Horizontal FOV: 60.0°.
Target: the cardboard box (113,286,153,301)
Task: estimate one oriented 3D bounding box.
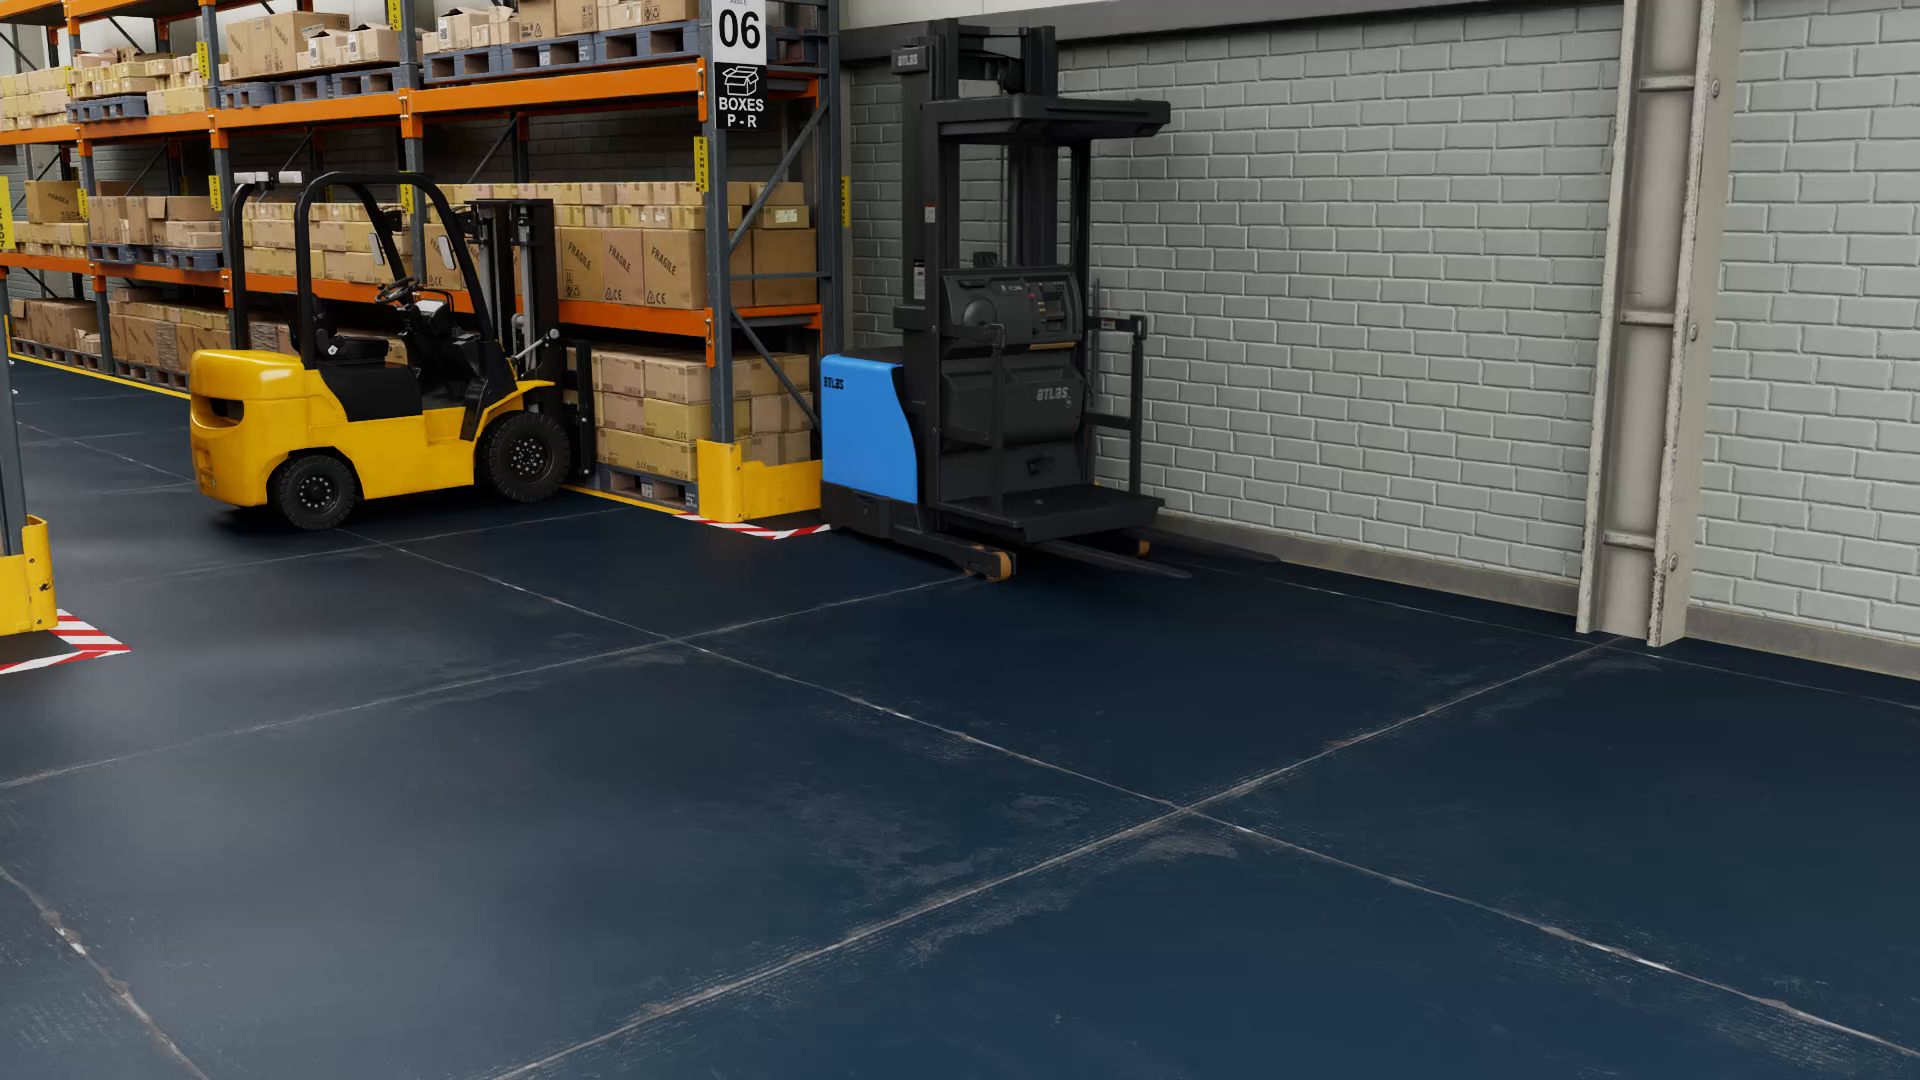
[{"bbox_3d":[-9.359,-2.796,18.859,0.380,0.149,0.250,-11,16,-44],"label":"cardboard box"}]

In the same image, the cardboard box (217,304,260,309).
[{"bbox_3d":[-7.763,-2.448,17.909,0.380,0.149,0.250,-11,16,-42],"label":"cardboard box"}]

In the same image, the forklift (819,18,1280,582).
[{"bbox_3d":[0.429,-1.322,9.066,1.130,2.935,3.031,-9,14,-36],"label":"forklift"}]

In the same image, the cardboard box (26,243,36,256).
[{"bbox_3d":[-11.339,-3.612,20.632,0.250,0.149,0.380,11,16,44],"label":"cardboard box"}]

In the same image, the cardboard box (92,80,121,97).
[{"bbox_3d":[-9.028,-4.819,17.770,0.380,0.149,0.250,-11,16,-42],"label":"cardboard box"}]

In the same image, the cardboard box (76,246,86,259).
[{"bbox_3d":[-10.057,-3.356,19.388,0.380,0.149,0.250,-10,16,-41],"label":"cardboard box"}]

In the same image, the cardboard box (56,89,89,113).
[{"bbox_3d":[-9.973,-5.009,18.992,0.500,0.250,0.500,-11,16,-42],"label":"cardboard box"}]

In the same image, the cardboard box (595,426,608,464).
[{"bbox_3d":[-2.400,-0.713,11.710,0.500,0.250,0.500,-11,16,-42],"label":"cardboard box"}]

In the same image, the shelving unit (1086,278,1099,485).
[{"bbox_3d":[0.287,-0.887,10.373,1.083,1.500,0.587,9,11,44],"label":"shelving unit"}]

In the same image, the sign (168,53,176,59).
[{"bbox_3d":[-9.060,-5.425,19.121,0.100,0.325,0.005,-11,16,-43],"label":"sign"}]

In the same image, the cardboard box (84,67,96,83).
[{"bbox_3d":[-9.189,-5.002,17.920,0.380,0.149,0.250,-11,16,-44],"label":"cardboard box"}]

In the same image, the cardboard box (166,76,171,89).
[{"bbox_3d":[-7.782,-4.614,16.822,0.380,0.149,0.250,-11,16,-42],"label":"cardboard box"}]

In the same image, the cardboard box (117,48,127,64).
[{"bbox_3d":[-9.198,-5.347,18.566,0.396,0.266,0.258,-11,16,-43],"label":"cardboard box"}]

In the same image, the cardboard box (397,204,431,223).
[{"bbox_3d":[-4.330,-2.650,13.487,0.380,0.149,0.250,-10,15,-41],"label":"cardboard box"}]

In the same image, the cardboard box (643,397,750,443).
[{"bbox_3d":[-1.734,-0.812,10.955,0.500,0.250,0.500,-11,16,-43],"label":"cardboard box"}]

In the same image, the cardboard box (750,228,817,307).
[{"bbox_3d":[-1.313,-1.841,11.166,0.500,0.500,0.500,-10,15,-41],"label":"cardboard box"}]

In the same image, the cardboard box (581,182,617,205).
[{"bbox_3d":[-2.343,-2.352,11.300,0.380,0.149,0.250,-10,16,-41],"label":"cardboard box"}]

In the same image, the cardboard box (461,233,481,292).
[{"bbox_3d":[-3.445,-2.139,12.612,0.500,0.500,0.500,-11,16,-42],"label":"cardboard box"}]

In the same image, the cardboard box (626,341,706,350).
[{"bbox_3d":[-2.052,-1.273,11.953,0.500,0.250,0.500,-11,16,-43],"label":"cardboard box"}]

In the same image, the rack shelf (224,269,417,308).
[{"bbox_3d":[-5.315,-2.204,14.960,1.077,0.370,4.000,-11,16,-43],"label":"rack shelf"}]

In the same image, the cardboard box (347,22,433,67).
[{"bbox_3d":[-4.610,-4.017,13.472,0.500,0.311,0.500,11,16,43],"label":"cardboard box"}]

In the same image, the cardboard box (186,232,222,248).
[{"bbox_3d":[-7.427,-2.974,16.493,0.380,0.149,0.250,-11,16,-42],"label":"cardboard box"}]

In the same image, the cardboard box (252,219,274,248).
[{"bbox_3d":[-6.222,-2.848,15.434,0.500,0.250,0.500,-10,15,-41],"label":"cardboard box"}]

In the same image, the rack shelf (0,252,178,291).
[{"bbox_3d":[-10.840,-3.372,20.627,1.077,0.370,4.000,-11,16,-43],"label":"rack shelf"}]

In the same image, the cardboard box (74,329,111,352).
[{"bbox_3d":[-10.302,-2.391,19.820,0.396,0.266,0.258,-10,15,-41],"label":"cardboard box"}]

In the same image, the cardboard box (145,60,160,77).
[{"bbox_3d":[-8.044,-4.783,16.909,0.380,0.149,0.250,-11,16,-42],"label":"cardboard box"}]

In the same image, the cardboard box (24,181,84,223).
[{"bbox_3d":[-11.066,-4.133,20.315,0.500,0.500,0.500,-10,16,-41],"label":"cardboard box"}]

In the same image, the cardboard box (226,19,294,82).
[{"bbox_3d":[-6.372,-4.482,15.261,0.500,0.500,0.500,-11,16,-42],"label":"cardboard box"}]

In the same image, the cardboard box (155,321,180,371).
[{"bbox_3d":[-8.217,-2.085,17.754,0.500,0.500,0.500,11,16,43],"label":"cardboard box"}]

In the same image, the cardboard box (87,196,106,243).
[{"bbox_3d":[-9.286,-3.585,18.591,0.700,0.500,0.500,-10,16,-41],"label":"cardboard box"}]

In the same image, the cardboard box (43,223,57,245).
[{"bbox_3d":[-10.678,-3.691,20.026,0.500,0.250,0.500,-11,16,-43],"label":"cardboard box"}]

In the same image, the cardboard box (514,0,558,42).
[{"bbox_3d":[-2.665,-3.740,11.654,0.797,0.503,0.637,-10,15,-41],"label":"cardboard box"}]

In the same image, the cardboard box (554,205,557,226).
[{"bbox_3d":[-2.851,-2.320,11.882,0.380,0.149,0.250,-11,16,-44],"label":"cardboard box"}]

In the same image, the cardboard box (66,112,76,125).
[{"bbox_3d":[-9.920,-4.790,18.915,0.380,0.149,0.250,-11,16,-43],"label":"cardboard box"}]

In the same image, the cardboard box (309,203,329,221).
[{"bbox_3d":[-5.473,-2.861,14.507,0.250,0.149,0.380,11,16,44],"label":"cardboard box"}]

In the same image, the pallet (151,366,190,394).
[{"bbox_3d":[-8.023,-1.775,18.004,1.003,0.211,1.213,-11,16,-43],"label":"pallet"}]

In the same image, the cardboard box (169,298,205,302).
[{"bbox_3d":[-8.810,-2.680,19.033,0.380,0.149,0.250,-11,16,-43],"label":"cardboard box"}]

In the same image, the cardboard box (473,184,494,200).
[{"bbox_3d":[-3.396,-2.576,12.388,0.380,0.149,0.250,-10,16,-41],"label":"cardboard box"}]

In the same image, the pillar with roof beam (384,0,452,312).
[{"bbox_3d":[-8.258,-5.122,12.473,9.100,9.000,0.400,-11,16,-43],"label":"pillar with roof beam"}]

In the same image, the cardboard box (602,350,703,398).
[{"bbox_3d":[-2.072,-1.127,11.244,0.500,0.250,0.500,-11,16,-42],"label":"cardboard box"}]

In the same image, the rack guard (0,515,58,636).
[{"bbox_3d":[-4.811,0.224,7.583,1.175,0.500,0.348,-11,16,-43],"label":"rack guard"}]

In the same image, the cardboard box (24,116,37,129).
[{"bbox_3d":[-11.005,-5.010,19.986,0.380,0.149,0.250,-10,16,-41],"label":"cardboard box"}]

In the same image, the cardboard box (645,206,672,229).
[{"bbox_3d":[-1.812,-2.092,10.779,0.380,0.149,0.250,-11,16,-42],"label":"cardboard box"}]

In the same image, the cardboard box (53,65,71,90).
[{"bbox_3d":[-9.981,-5.259,18.964,0.500,0.250,0.500,-11,16,-42],"label":"cardboard box"}]

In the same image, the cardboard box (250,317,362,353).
[{"bbox_3d":[-6.275,-1.798,16.050,0.875,0.625,0.625,-10,15,-41],"label":"cardboard box"}]

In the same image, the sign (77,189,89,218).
[{"bbox_3d":[-9.846,-3.780,18.678,0.100,0.325,0.005,-11,16,-43],"label":"sign"}]

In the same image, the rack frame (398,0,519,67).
[{"bbox_3d":[-3.934,-5.203,12.865,1.000,3.000,0.127,-11,16,-43],"label":"rack frame"}]

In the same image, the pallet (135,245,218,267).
[{"bbox_3d":[-8.043,-3.038,17.698,1.003,0.211,1.213,-11,16,-43],"label":"pallet"}]

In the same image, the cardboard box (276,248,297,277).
[{"bbox_3d":[-5.862,-2.528,15.120,0.500,0.250,0.500,11,16,43],"label":"cardboard box"}]

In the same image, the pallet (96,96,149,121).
[{"bbox_3d":[-8.341,-4.554,17.612,1.213,0.211,1.003,-11,16,-43],"label":"pallet"}]

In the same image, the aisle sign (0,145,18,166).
[{"bbox_3d":[-12.480,-5.258,21.558,0.394,0.787,0.004,-11,16,-43],"label":"aisle sign"}]

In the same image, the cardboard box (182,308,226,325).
[{"bbox_3d":[-7.903,-2.346,17.410,0.380,0.149,0.250,-11,16,-43],"label":"cardboard box"}]

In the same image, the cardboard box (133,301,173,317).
[{"bbox_3d":[-8.971,-2.576,18.530,0.250,0.149,0.380,11,16,42],"label":"cardboard box"}]
